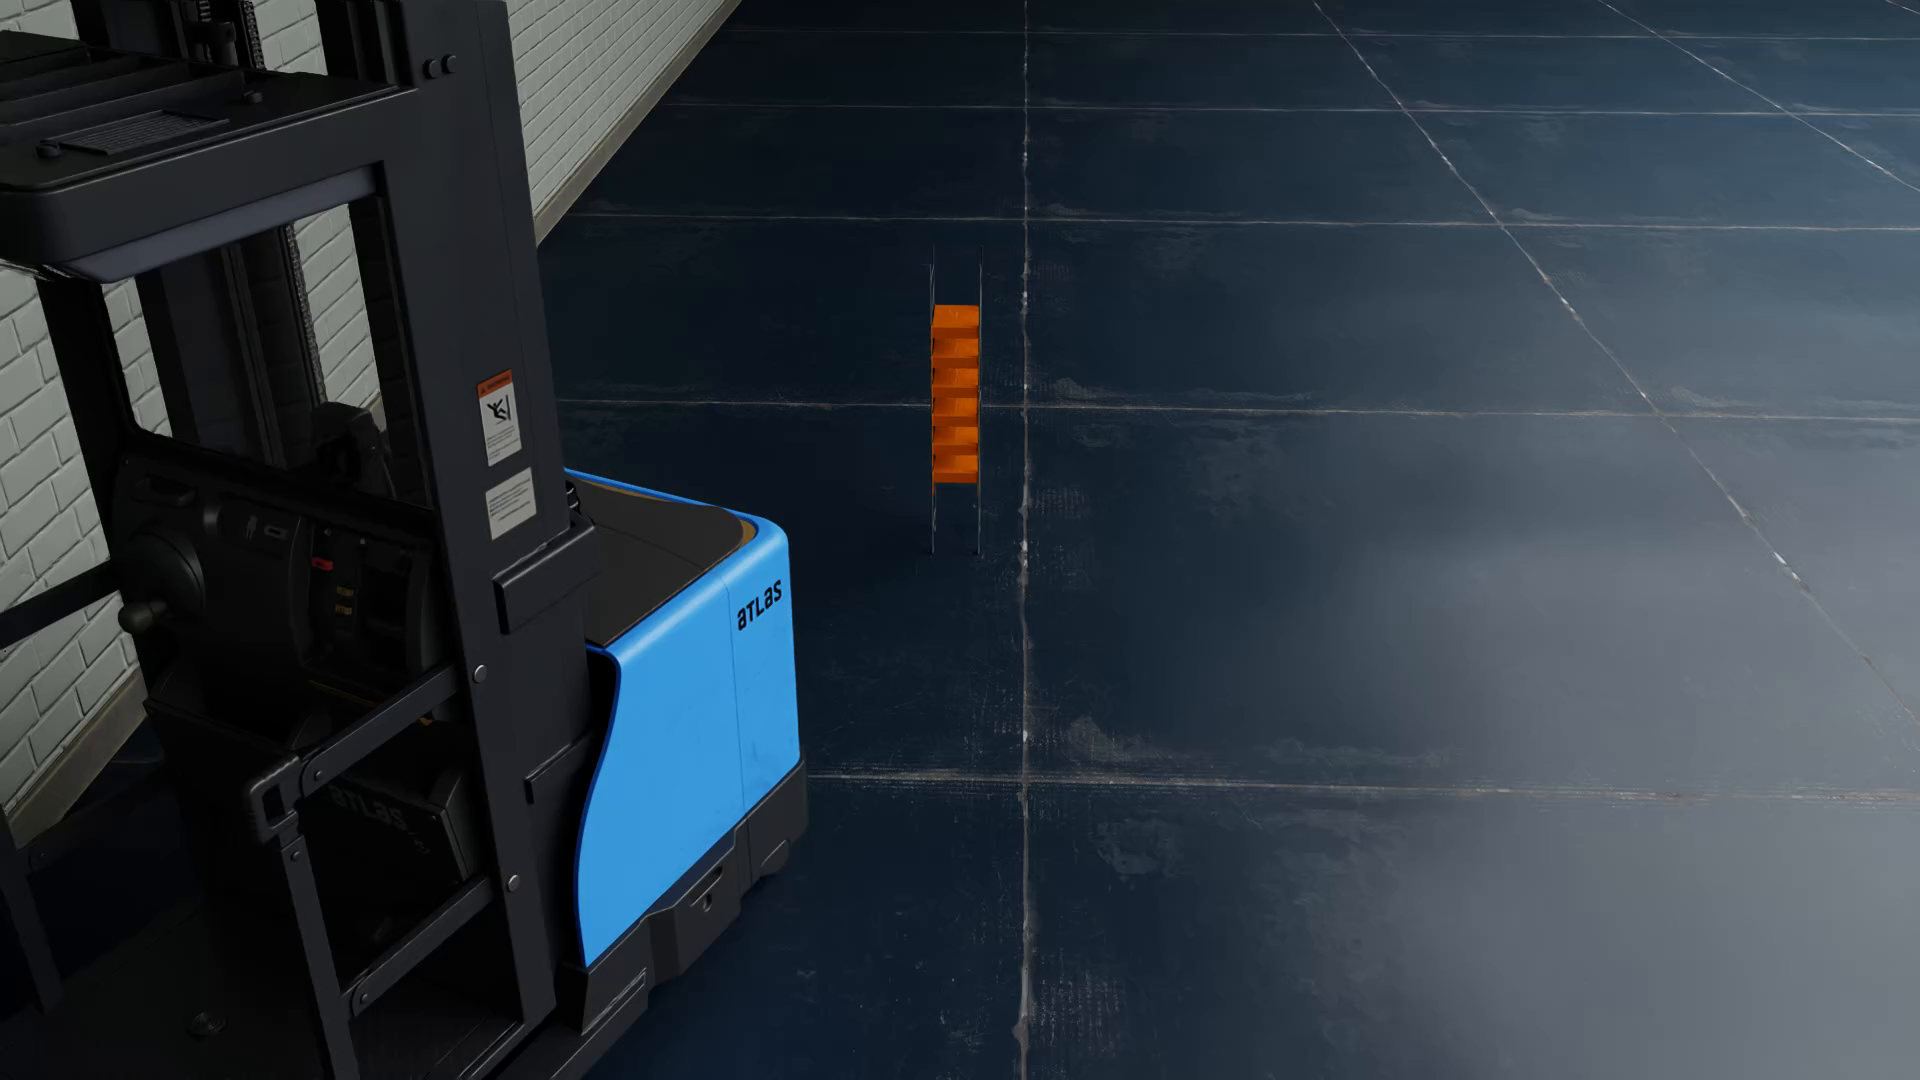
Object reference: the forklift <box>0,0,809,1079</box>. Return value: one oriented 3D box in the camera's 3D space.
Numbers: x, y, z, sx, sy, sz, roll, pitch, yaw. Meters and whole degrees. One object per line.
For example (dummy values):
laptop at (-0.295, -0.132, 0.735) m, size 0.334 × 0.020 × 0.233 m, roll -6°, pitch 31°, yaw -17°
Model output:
forklift at (-1.583, 0.113, 3.408) m, size 1.130 × 2.935 × 3.031 m, roll 14°, pitch 31°, yaw 24°

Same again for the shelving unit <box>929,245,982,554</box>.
shelving unit at (-0.014, -0.530, 6.469) m, size 0.189 × 1.200 × 0.258 m, roll 1°, pitch 28°, yaw 2°

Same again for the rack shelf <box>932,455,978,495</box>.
rack shelf at (-0.014, -0.279, 6.603) m, size 0.180 × 0.103 × 0.258 m, roll 1°, pitch 28°, yaw 2°

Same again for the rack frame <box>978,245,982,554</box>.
rack frame at (0.077, -0.529, 6.467) m, size 0.006 × 1.200 × 0.240 m, roll 1°, pitch 28°, yaw 2°

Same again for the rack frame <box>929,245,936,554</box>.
rack frame at (-0.106, -0.532, 6.472) m, size 0.006 × 1.200 × 0.240 m, roll 1°, pitch 28°, yaw 2°

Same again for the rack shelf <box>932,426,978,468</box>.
rack shelf at (-0.014, -0.385, 6.546) m, size 0.180 × 0.103 × 0.258 m, roll 1°, pitch 28°, yaw 2°

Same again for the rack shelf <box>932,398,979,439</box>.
rack shelf at (-0.014, -0.491, 6.490) m, size 0.180 × 0.103 × 0.258 m, roll 1°, pitch 28°, yaw 2°

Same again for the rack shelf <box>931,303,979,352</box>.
rack shelf at (-0.014, -0.809, 6.322) m, size 0.180 × 0.103 × 0.258 m, roll 1°, pitch 28°, yaw 2°

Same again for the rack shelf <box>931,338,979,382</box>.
rack shelf at (-0.014, -0.703, 6.378) m, size 0.180 × 0.103 × 0.258 m, roll 1°, pitch 28°, yaw 2°

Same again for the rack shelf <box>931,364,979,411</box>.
rack shelf at (-0.014, -0.597, 6.434) m, size 0.180 × 0.103 × 0.258 m, roll 1°, pitch 28°, yaw 2°
